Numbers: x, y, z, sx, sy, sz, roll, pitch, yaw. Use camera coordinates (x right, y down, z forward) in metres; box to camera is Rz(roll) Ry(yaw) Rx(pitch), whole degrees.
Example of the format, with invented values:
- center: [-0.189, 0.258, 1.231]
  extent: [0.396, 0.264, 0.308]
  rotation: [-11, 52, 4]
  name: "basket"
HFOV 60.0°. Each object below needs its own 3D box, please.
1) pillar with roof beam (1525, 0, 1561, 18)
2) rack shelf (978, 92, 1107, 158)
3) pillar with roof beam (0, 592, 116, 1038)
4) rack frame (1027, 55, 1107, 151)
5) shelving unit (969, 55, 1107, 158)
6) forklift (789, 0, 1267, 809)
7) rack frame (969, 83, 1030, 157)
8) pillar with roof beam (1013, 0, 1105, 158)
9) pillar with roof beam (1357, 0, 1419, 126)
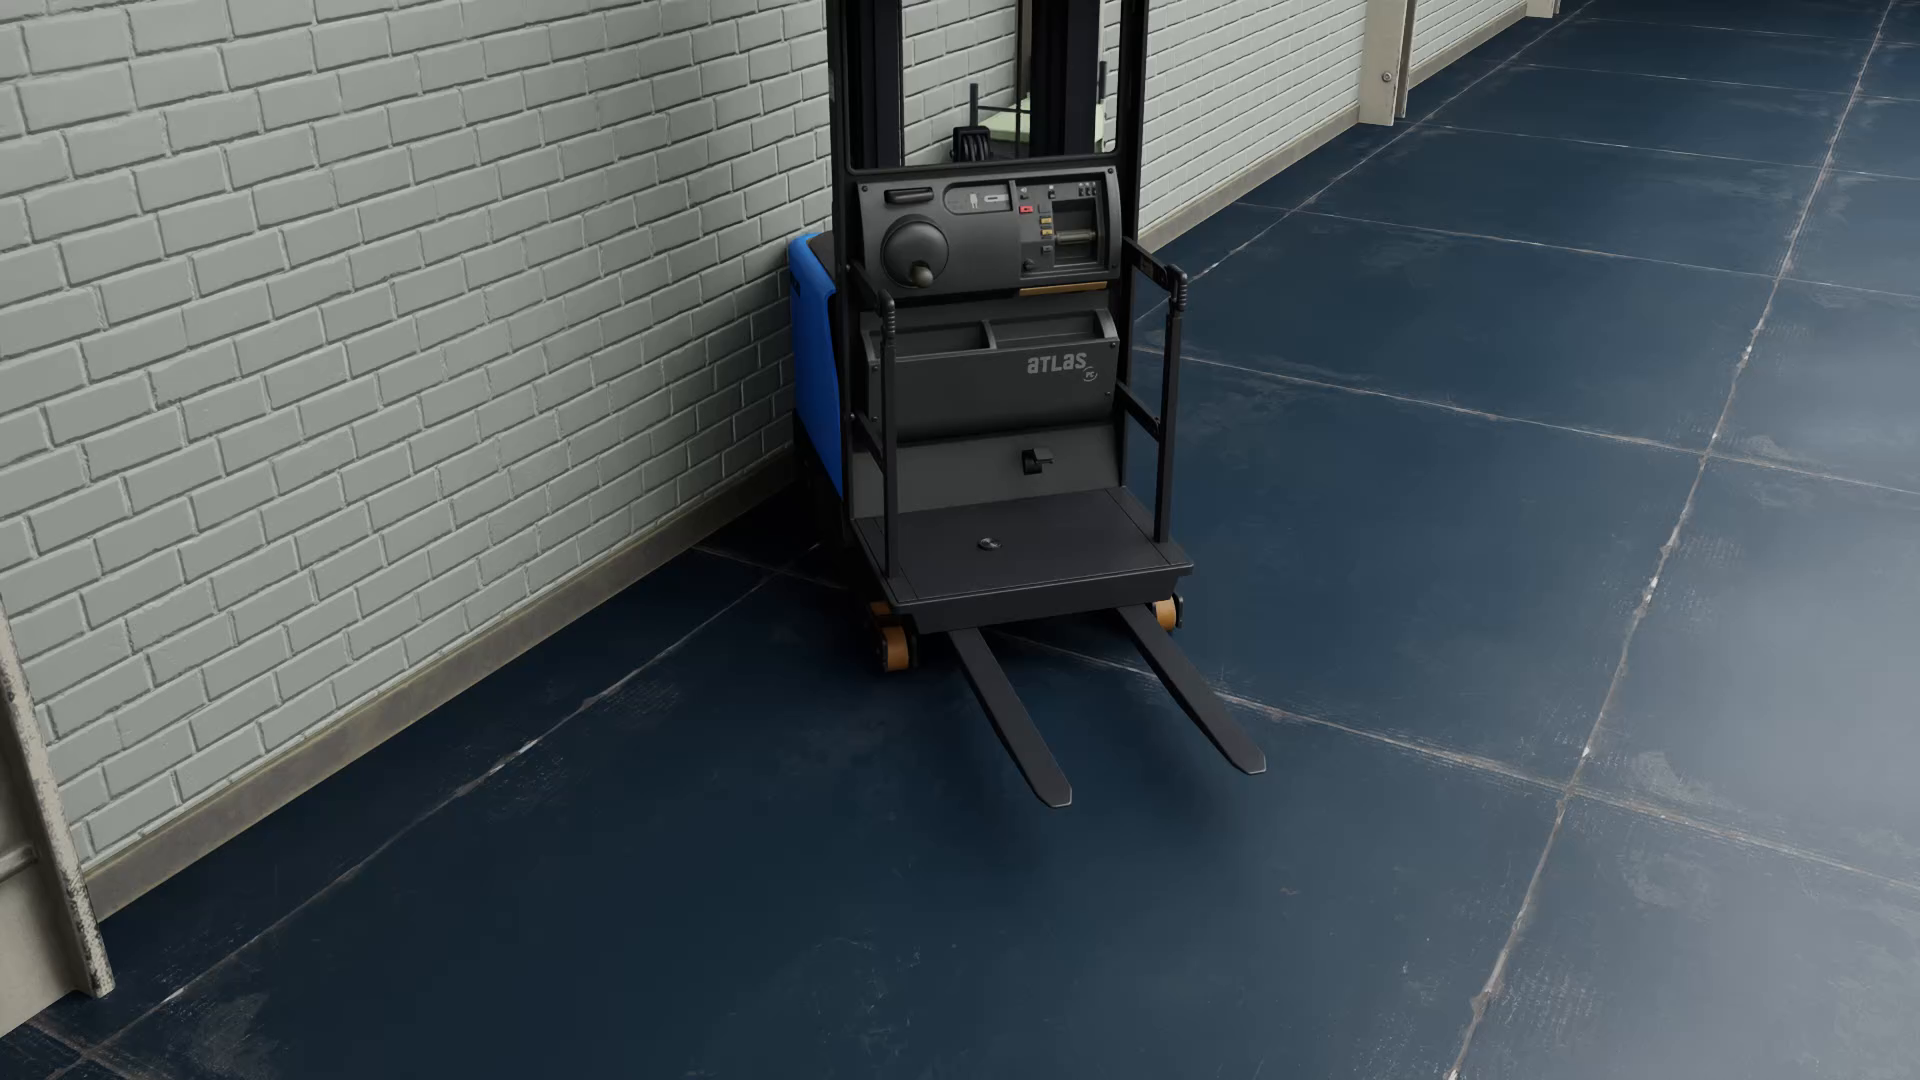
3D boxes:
- center: [10.144, -8.869, 14.414]
  extent: [9.100, 9.000, 0.400]
  rotation: [14, 30, 26]
  name: "pillar with roof beam"
- center: [0.375, -1.863, 7.924]
  extent: [0.431, 0.370, 0.720]
  rotation: [11, 29, 21]
  name: "rack shelf"
- center: [1.289, -1.854, 0.400]
  extent: [9.100, 9.000, 0.400]
  rotation: [14, 30, 26]
  name: "pillar with roof beam"
- center: [0.520, -1.664, 8.399]
  extent: [0.400, 1.500, 0.023]
  rotation: [11, 29, 21]
  name: "rack frame"
- center: [0.375, -1.514, 8.099]
  extent: [0.431, 1.500, 0.755]
  rotation: [11, 29, 21]
  name: "shelving unit"
- center: [0.170, -1.042, 5.558]
  extent: [1.130, 2.935, 3.031]
  rotation: [-7, 27, -14]
  name: "forklift"
- center: [0.230, -1.363, 7.798]
  extent: [0.400, 1.500, 0.023]
  rotation: [11, 29, 21]
  name: "rack frame"
- center: [4.241, -4.192, 5.071]
  extent: [9.100, 9.000, 0.400]
  rotation: [14, 30, 26]
  name: "pillar with roof beam"
- center: [7.193, -6.530, 9.742]
  extent: [9.100, 9.000, 0.400]
  rotation: [14, 30, 26]
  name: "pillar with roof beam"
